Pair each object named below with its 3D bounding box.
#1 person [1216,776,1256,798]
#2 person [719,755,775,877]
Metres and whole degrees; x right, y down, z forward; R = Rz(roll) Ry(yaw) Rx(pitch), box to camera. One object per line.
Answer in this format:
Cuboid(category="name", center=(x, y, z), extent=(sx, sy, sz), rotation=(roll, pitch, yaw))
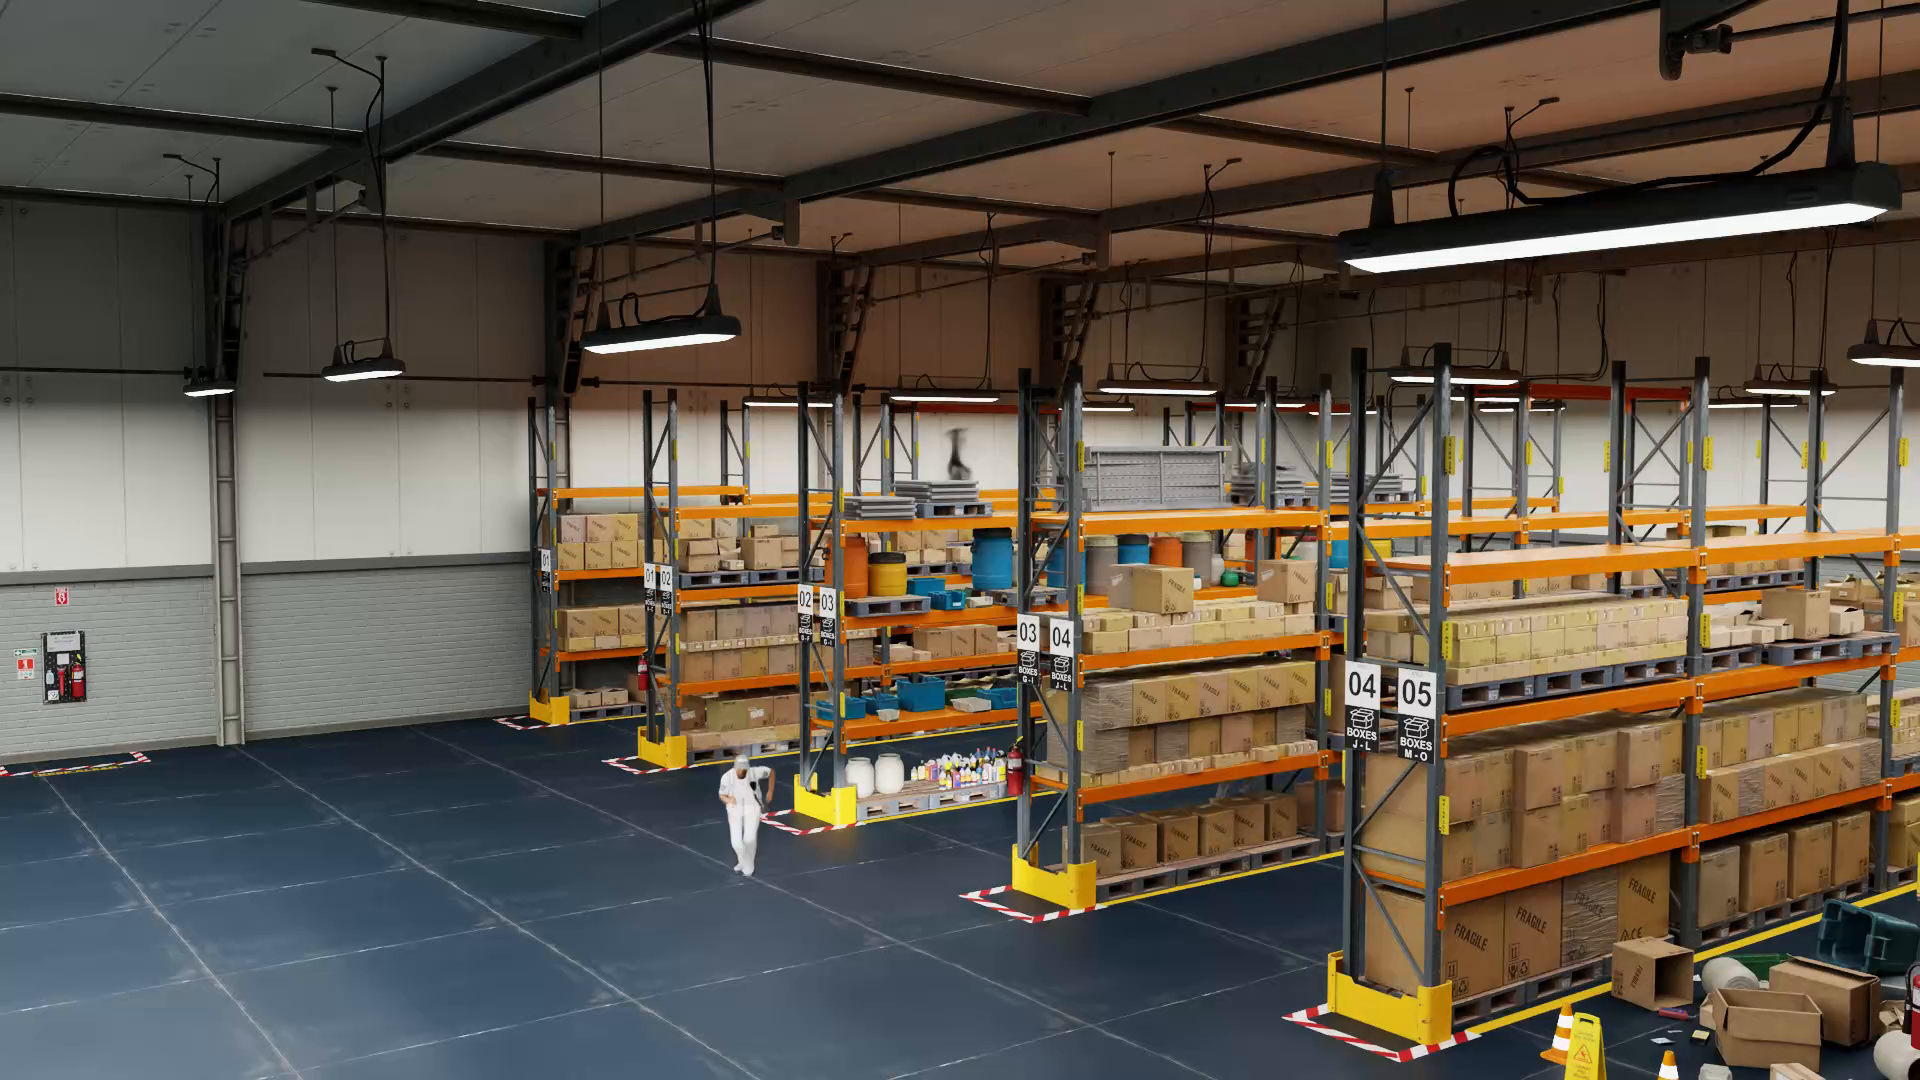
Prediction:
Cuboid(category="person", center=(3.940, 2.910, 24.033), extent=(0.947, 1.714, 0.647), rotation=(-3, 5, -43))
Cuboid(category="person", center=(-2.516, 3.241, 19.670), extent=(0.640, 1.516, 0.910), rotation=(0, 3, -3))
